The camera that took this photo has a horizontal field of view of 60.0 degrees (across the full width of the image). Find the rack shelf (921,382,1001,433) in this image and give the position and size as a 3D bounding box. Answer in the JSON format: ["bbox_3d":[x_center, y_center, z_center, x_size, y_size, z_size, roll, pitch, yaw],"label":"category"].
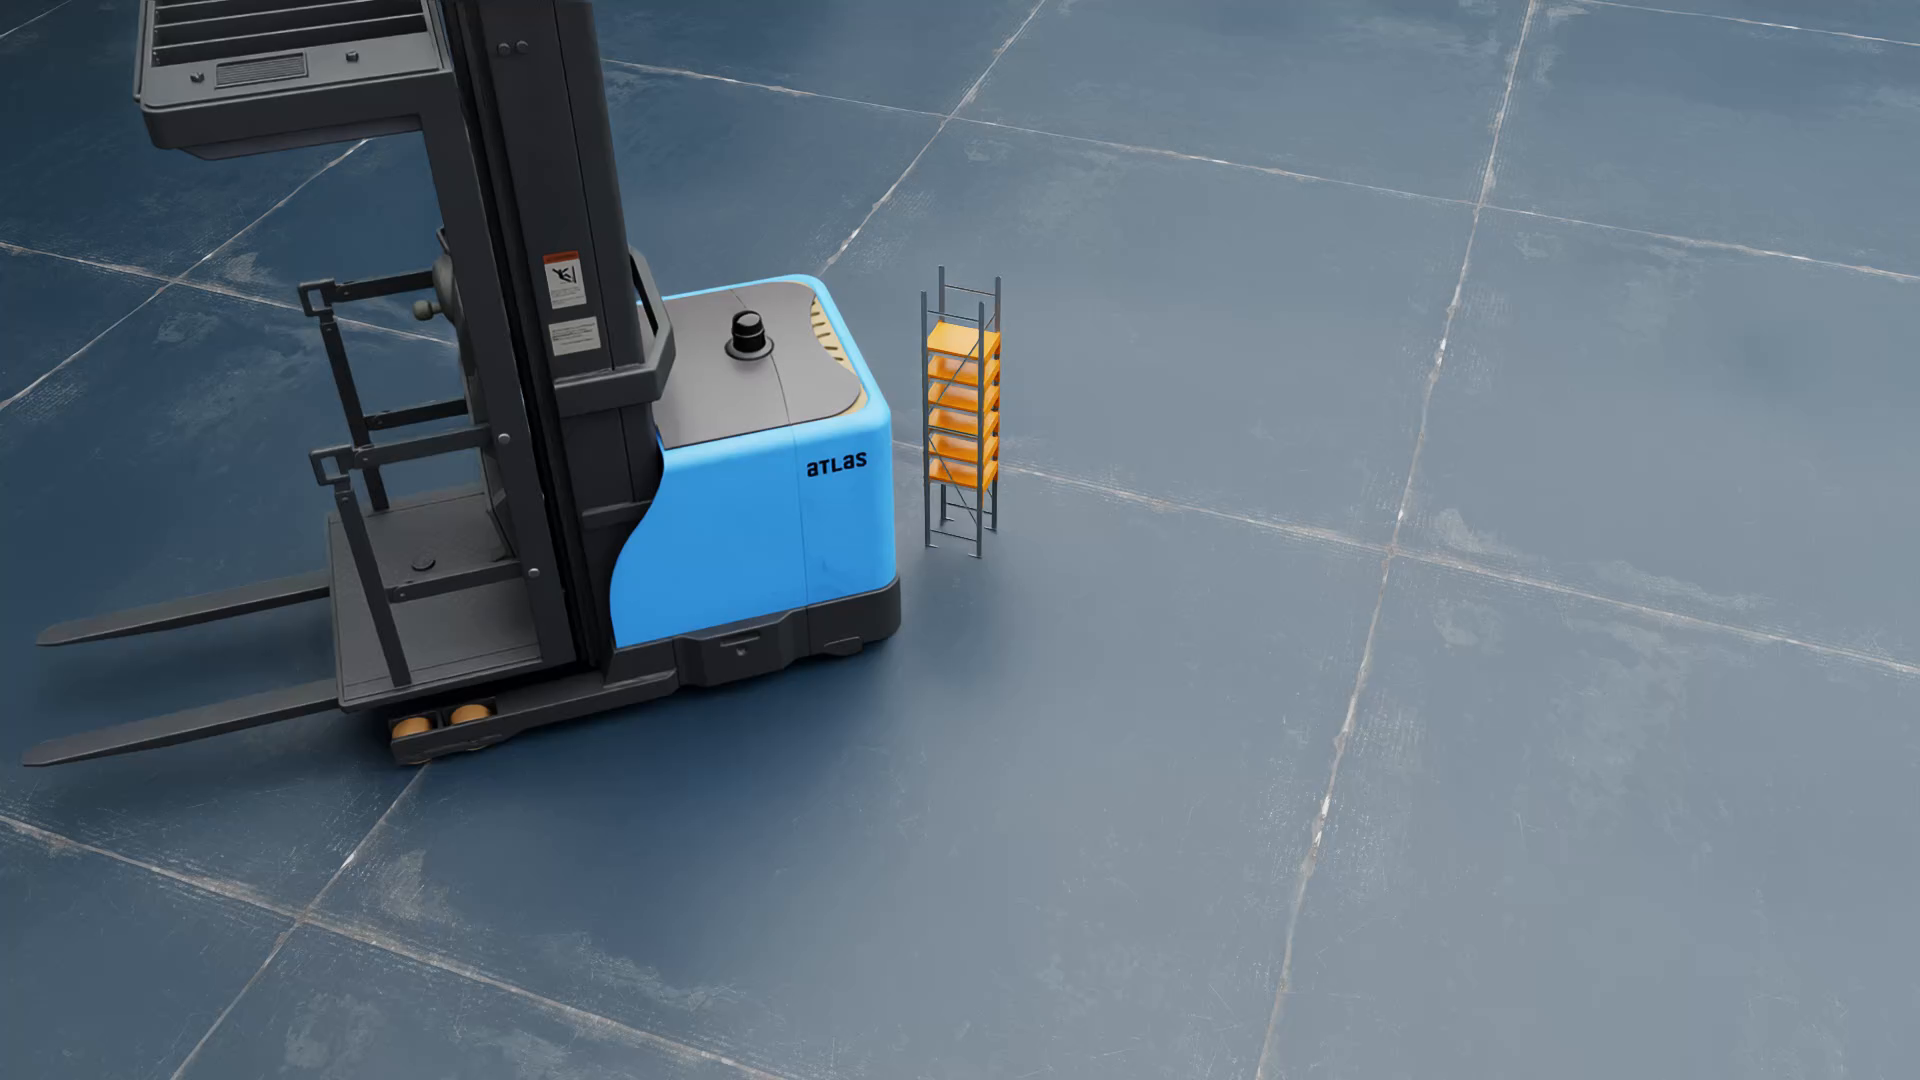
[{"bbox_3d":[0.005,-0.523,6.322,0.258,0.103,0.180,13,42,15],"label":"rack shelf"}]

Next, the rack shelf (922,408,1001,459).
[{"bbox_3d":[0.005,-0.431,6.400,0.258,0.103,0.180,13,42,15],"label":"rack shelf"}]

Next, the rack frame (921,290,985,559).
[{"bbox_3d":[-0.026,-0.409,6.306,0.240,1.200,0.006,13,42,15],"label":"rack frame"}]

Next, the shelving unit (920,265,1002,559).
[{"bbox_3d":[0.005,-0.465,6.371,0.258,1.200,0.189,13,42,15],"label":"shelving unit"}]

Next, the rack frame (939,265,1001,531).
[{"bbox_3d":[0.036,-0.521,6.436,0.240,1.200,0.006,13,42,15],"label":"rack frame"}]

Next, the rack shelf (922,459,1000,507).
[{"bbox_3d":[0.005,-0.249,6.556,0.258,0.103,0.180,13,42,15],"label":"rack shelf"}]

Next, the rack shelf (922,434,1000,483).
[{"bbox_3d":[0.005,-0.340,6.478,0.258,0.103,0.180,13,42,15],"label":"rack shelf"}]

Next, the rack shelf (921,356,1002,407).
[{"bbox_3d":[0.005,-0.614,6.244,0.258,0.103,0.180,13,42,15],"label":"rack shelf"}]

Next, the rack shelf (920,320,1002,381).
[{"bbox_3d":[0.005,-0.705,6.166,0.258,0.103,0.180,13,42,15],"label":"rack shelf"}]

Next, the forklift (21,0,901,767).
[{"bbox_3d":[-1.796,-0.718,5.333,3.031,2.935,1.130,-12,42,-14],"label":"forklift"}]
